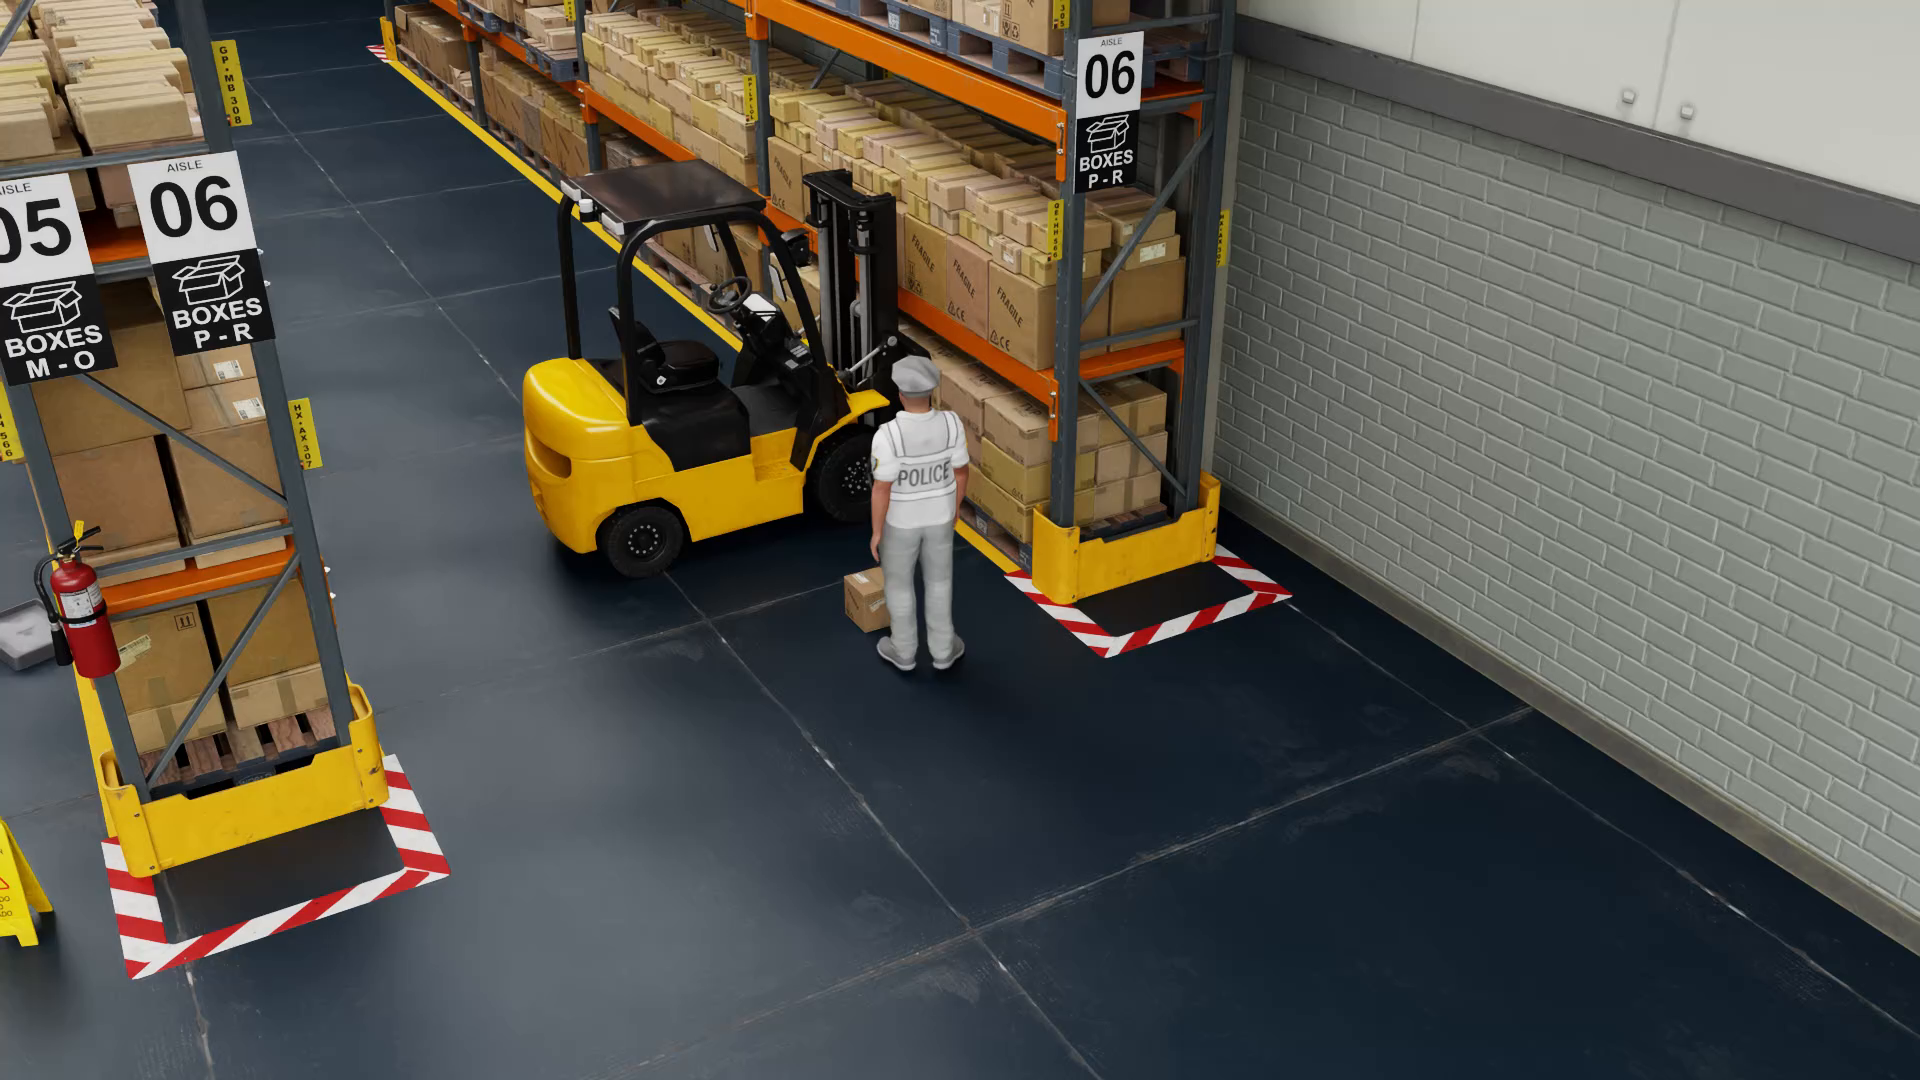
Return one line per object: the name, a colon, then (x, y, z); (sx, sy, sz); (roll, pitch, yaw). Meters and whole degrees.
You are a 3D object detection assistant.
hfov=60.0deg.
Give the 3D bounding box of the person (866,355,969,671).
person: (-0.227, -0.129, 8.737); (0.564, 1.778, 0.419); (-11, 31, -20)
